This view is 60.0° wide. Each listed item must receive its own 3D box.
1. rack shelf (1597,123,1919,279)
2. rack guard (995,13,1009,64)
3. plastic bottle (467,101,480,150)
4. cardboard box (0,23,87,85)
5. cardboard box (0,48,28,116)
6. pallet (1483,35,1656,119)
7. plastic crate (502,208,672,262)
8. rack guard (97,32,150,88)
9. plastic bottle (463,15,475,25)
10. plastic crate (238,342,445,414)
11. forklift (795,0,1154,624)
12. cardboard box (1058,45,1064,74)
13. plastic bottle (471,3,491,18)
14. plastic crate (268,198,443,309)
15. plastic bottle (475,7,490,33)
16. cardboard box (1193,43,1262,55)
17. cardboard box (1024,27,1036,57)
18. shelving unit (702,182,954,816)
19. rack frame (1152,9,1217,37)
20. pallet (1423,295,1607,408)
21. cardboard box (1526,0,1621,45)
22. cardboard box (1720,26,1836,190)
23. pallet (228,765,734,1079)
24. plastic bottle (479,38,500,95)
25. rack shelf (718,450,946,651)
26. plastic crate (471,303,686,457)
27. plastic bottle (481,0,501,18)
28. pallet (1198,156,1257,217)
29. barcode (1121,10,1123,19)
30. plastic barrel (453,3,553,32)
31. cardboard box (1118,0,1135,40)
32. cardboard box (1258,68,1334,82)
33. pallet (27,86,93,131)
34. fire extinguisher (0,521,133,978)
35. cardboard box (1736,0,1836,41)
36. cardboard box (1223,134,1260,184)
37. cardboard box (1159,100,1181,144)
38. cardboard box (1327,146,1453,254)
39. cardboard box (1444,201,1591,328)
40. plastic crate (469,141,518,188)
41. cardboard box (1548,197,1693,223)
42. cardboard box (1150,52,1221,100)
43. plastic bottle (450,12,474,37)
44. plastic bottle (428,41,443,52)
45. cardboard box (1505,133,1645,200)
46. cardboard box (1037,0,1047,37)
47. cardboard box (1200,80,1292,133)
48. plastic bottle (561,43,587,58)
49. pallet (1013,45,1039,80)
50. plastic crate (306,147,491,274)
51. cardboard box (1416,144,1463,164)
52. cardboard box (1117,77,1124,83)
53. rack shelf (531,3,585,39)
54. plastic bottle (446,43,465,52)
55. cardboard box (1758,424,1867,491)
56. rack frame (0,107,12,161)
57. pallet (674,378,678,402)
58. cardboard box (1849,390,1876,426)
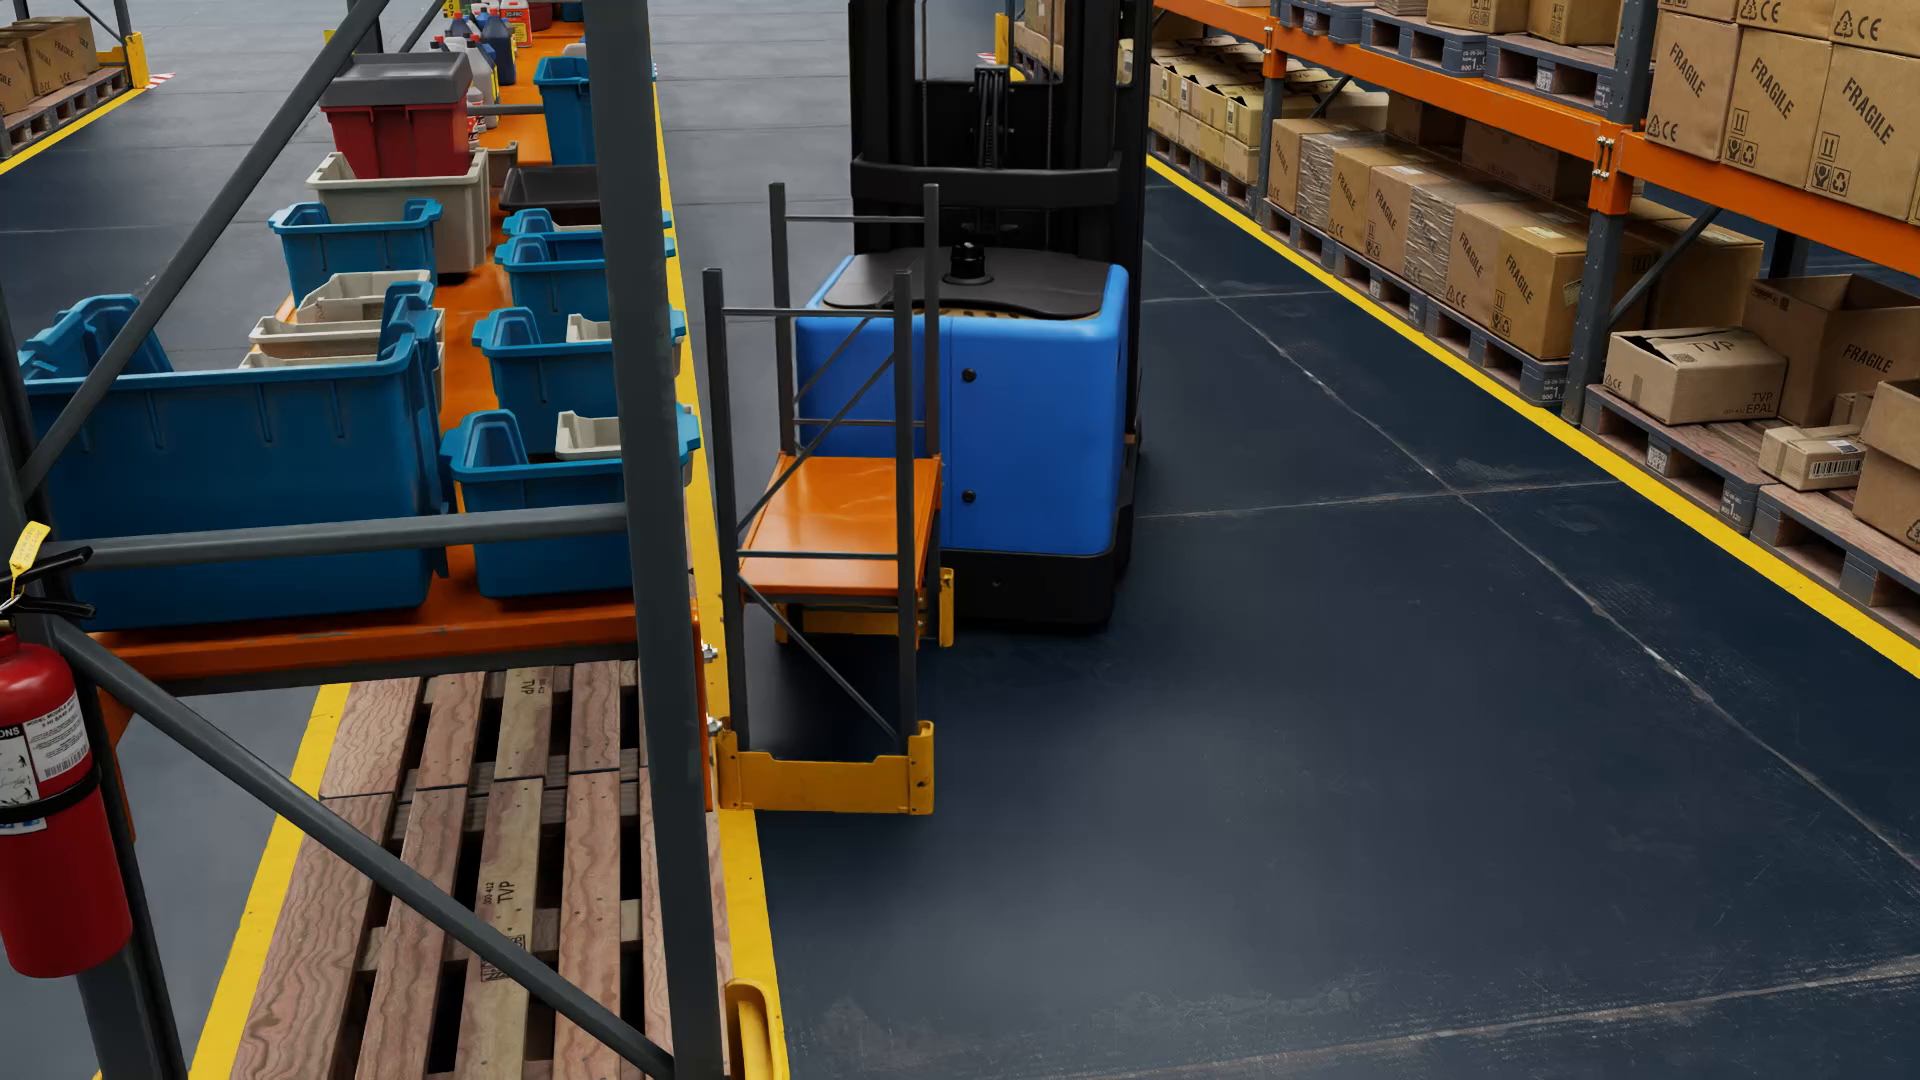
[{"bbox_3d":[3.579,-0.819,5.276,1.077,0.370,4.000,-4,24,-10],"label":"rack shelf"},{"bbox_3d":[0.986,-5.519,18.263,1.175,0.500,0.348,-4,24,-10],"label":"rack guard"},{"bbox_3d":[-1.931,-1.627,6.475,0.097,0.201,0.097,0,24,0],"label":"plastic bottle"},{"bbox_3d":[-8.502,-4.491,15.384,0.500,0.500,0.500,2,24,4],"label":"cardboard box"},{"bbox_3d":[-8.154,-3.782,13.761,0.500,0.500,0.500,3,24,7],"label":"cardboard box"},{"bbox_3d":[3.169,-2.170,7.710,1.003,0.211,1.213,-4,24,-10],"label":"pallet"},{"bbox_3d":[-0.941,-0.705,4.251,0.416,0.233,0.300,-4,24,-10],"label":"plastic crate"},{"bbox_3d":[-8.732,-4.748,16.497,1.175,0.500,0.348,-4,24,-10],"label":"rack guard"},{"bbox_3d":[-2.489,-2.518,8.427,0.097,0.271,0.097,0,24,0],"label":"plastic bottle"},{"bbox_3d":[-1.288,-0.326,3.503,0.396,0.136,0.243,-4,24,-10],"label":"plastic crate"},{"bbox_3d":[0.178,-1.625,6.310,1.130,2.935,3.031,3,24,7],"label":"forklift"},{"bbox_3d":[1.240,-4.574,15.885,0.500,0.250,0.500,-4,24,-10],"label":"cardboard box"},{"bbox_3d":[-2.551,-2.711,8.864,0.152,0.276,0.135,-4,24,-10],"label":"plastic bottle"},{"bbox_3d":[-1.551,-0.736,4.323,0.416,0.233,0.300,-4,24,-10],"label":"plastic crate"},{"bbox_3d":[-2.497,-2.665,8.766,0.097,0.271,0.097,0,24,0],"label":"plastic bottle"},{"bbox_3d":[2.189,-3.929,13.709,0.500,0.311,0.500,-4,24,-8],"label":"cardboard box"},{"bbox_3d":[0.967,-5.164,17.237,0.500,0.250,0.500,-4,24,-10],"label":"cardboard box"},{"bbox_3d":[-0.341,-0.157,4.736,0.587,1.500,1.083,1,24,3],"label":"shelving unit"},{"bbox_3d":[1.730,-5.082,14.138,1.000,3.000,0.127,-4,24,-10],"label":"rack frame"},{"bbox_3d":[3.022,-0.975,8.218,1.003,0.211,1.213,-4,24,-10],"label":"pallet"},{"bbox_3d":[3.152,-2.642,7.903,0.700,0.500,0.500,-1,24,-1],"label":"cardboard box"},{"bbox_3d":[3.134,-1.559,5.948,0.500,0.500,0.500,-4,24,-9],"label":"cardboard box"},{"bbox_3d":[-1.034,0.954,3.802,1.003,0.211,1.213,-4,24,-10],"label":"pallet"},{"bbox_3d":[-2.159,-2.145,7.575,0.097,0.271,0.097,0,24,0],"label":"plastic bottle"},{"bbox_3d":[-0.340,0.004,4.816,0.538,0.185,1.000,1,24,3],"label":"rack shelf"},{"bbox_3d":[-0.763,-0.328,3.388,0.416,0.233,0.300,-4,24,-10],"label":"plastic crate"},{"bbox_3d":[-2.637,-2.893,9.280,0.152,0.276,0.135,-4,24,-10],"label":"plastic bottle"},{"bbox_3d":[2.356,-2.557,11.842,1.003,0.211,1.213,-4,24,-10],"label":"pallet"},{"bbox_3d":[1.368,-4.447,14.058,0.001,0.075,0.075,-4,24,-10],"label":"barcode"},{"bbox_3d":[-2.782,-3.366,10.039,0.600,0.536,0.708,-4,24,-10],"label":"plastic barrel"},{"bbox_3d":[1.349,-4.722,15.287,0.500,0.500,0.500,-4,24,-10],"label":"cardboard box"},{"bbox_3d":[2.464,-3.333,12.343,0.500,0.311,0.500,-5,24,-11],"label":"cardboard box"},{"bbox_3d":[-8.394,-3.815,14.721,1.003,0.211,1.213,-4,24,-10],"label":"pallet"},{"bbox_3d":[-1.338,0.302,2.372,0.296,0.674,0.183,-4,24,-10],"label":"fire extinguisher"},{"bbox_3d":[3.116,-2.030,5.777,0.500,0.500,0.500,-5,24,-11],"label":"cardboard box"},{"bbox_3d":[2.133,-2.630,11.435,0.500,0.250,0.500,-4,24,-8],"label":"cardboard box"},{"bbox_3d":[1.846,-3.233,12.814,0.500,0.250,0.500,-4,24,-9],"label":"cardboard box"},{"bbox_3d":[2.463,-1.961,9.567,0.500,0.500,0.500,-5,24,-10],"label":"cardboard box"},{"bbox_3d":[2.753,-1.359,8.188,0.500,0.500,0.500,-4,24,-10],"label":"cardboard box"},{"bbox_3d":[-1.714,-1.283,5.695,0.396,0.136,0.243,-4,24,-10],"label":"plastic crate"},{"bbox_3d":[3.250,-1.409,8.301,0.500,0.500,0.500,-4,24,-9],"label":"cardboard box"},{"bbox_3d":[1.746,-3.690,13.160,0.500,0.311,0.500,-5,24,-11],"label":"cardboard box"},{"bbox_3d":[-2.354,-2.318,7.872,0.144,0.351,0.185,-4,24,-10],"label":"plastic bottle"},{"bbox_3d":[-2.151,-1.885,6.880,0.144,0.351,0.185,-4,24,-10],"label":"plastic bottle"},{"bbox_3d":[3.175,-1.937,8.573,0.500,0.250,0.500,-4,24,-10],"label":"cardboard box"},{"bbox_3d":[1.070,-5.312,16.638,0.500,0.500,0.500,-4,24,-10],"label":"cardboard box"},{"bbox_3d":[2.028,-3.090,11.787,0.500,0.311,0.500,-5,24,-11],"label":"cardboard box"},{"bbox_3d":[-1.691,-2.077,7.412,0.152,0.276,0.135,-4,24,-10],"label":"plastic bottle"},{"bbox_3d":[1.173,-5.080,17.617,1.003,0.211,1.213,-4,24,-10],"label":"pallet"},{"bbox_3d":[-1.558,-0.929,4.703,0.437,0.282,0.530,-4,24,-10],"label":"plastic crate"},{"bbox_3d":[2.969,-2.011,9.679,0.500,0.500,0.500,-5,24,-12],"label":"cardboard box"},{"bbox_3d":[1.561,-3.837,14.199,0.500,0.250,0.500,-5,24,-11],"label":"cardboard box"},{"bbox_3d":[-2.769,-3.601,11.645,1.077,0.370,4.000,-4,24,-10],"label":"rack shelf"},{"bbox_3d":[-2.235,-2.039,7.327,0.152,0.276,0.135,-4,24,-10],"label":"plastic bottle"},{"bbox_3d":[3.244,-0.318,6.220,0.380,0.166,0.250,-4,24,-10],"label":"cardboard box"},{"bbox_3d":[-8.006,-4.350,12.463,1.000,3.000,0.127,-4,24,-10],"label":"rack frame"},{"bbox_3d":[-1.761,-0.599,7.358,1.003,0.211,1.213,-4,24,-10],"label":"pallet"},{"bbox_3d":[3.732,-0.407,6.243,0.500,0.311,0.500,-4,24,-10],"label":"cardboard box"}]
